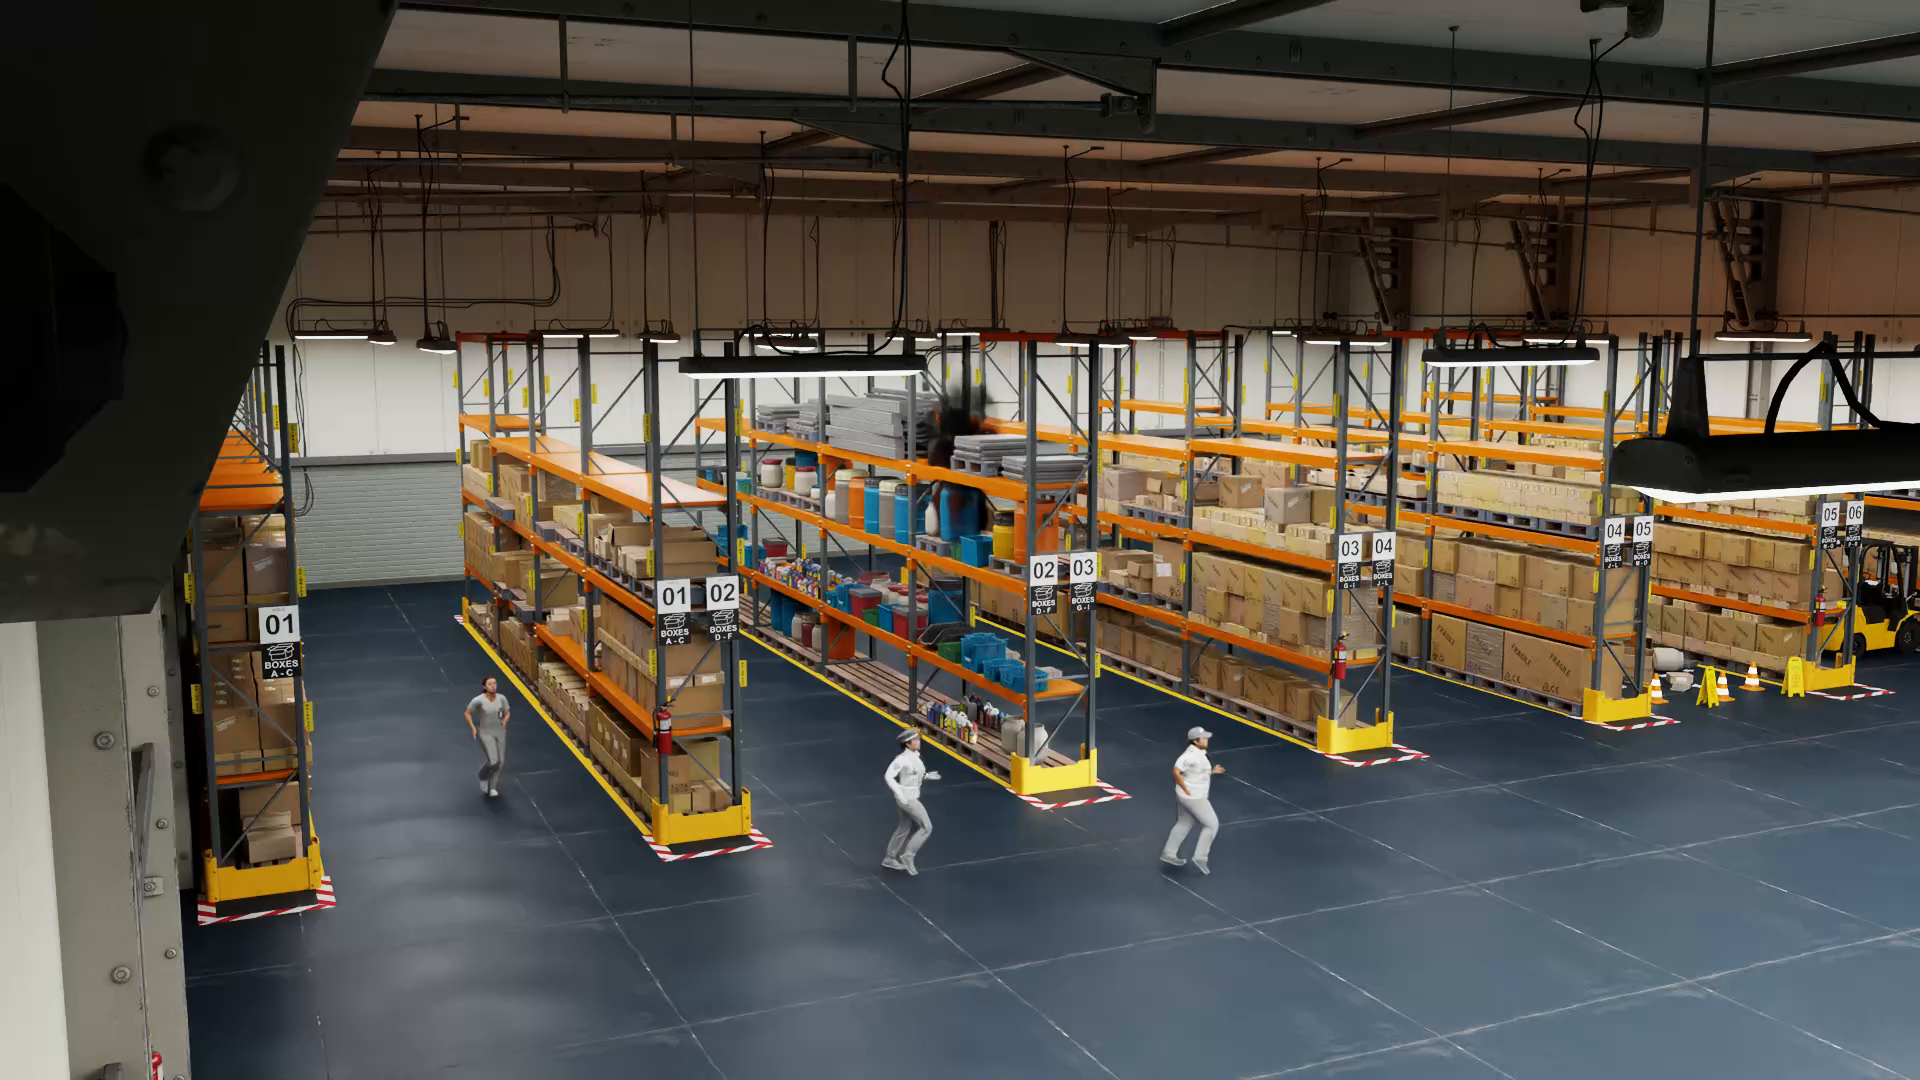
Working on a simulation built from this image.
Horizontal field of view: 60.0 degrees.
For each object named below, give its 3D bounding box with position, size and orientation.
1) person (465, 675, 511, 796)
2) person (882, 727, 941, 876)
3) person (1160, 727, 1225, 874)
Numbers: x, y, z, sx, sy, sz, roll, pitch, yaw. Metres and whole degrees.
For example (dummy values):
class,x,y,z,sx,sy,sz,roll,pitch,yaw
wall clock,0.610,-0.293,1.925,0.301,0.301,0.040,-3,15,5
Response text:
class,x,y,z,sx,sy,sz,roll,pitch,yaw
person,-6.139,2.584,21.832,0.550,1.629,0.565,-6,10,-39
person,-0.552,2.967,18.954,0.663,1.709,0.583,1,8,5
person,2.666,2.978,19.040,0.729,1.729,0.572,0,8,2
